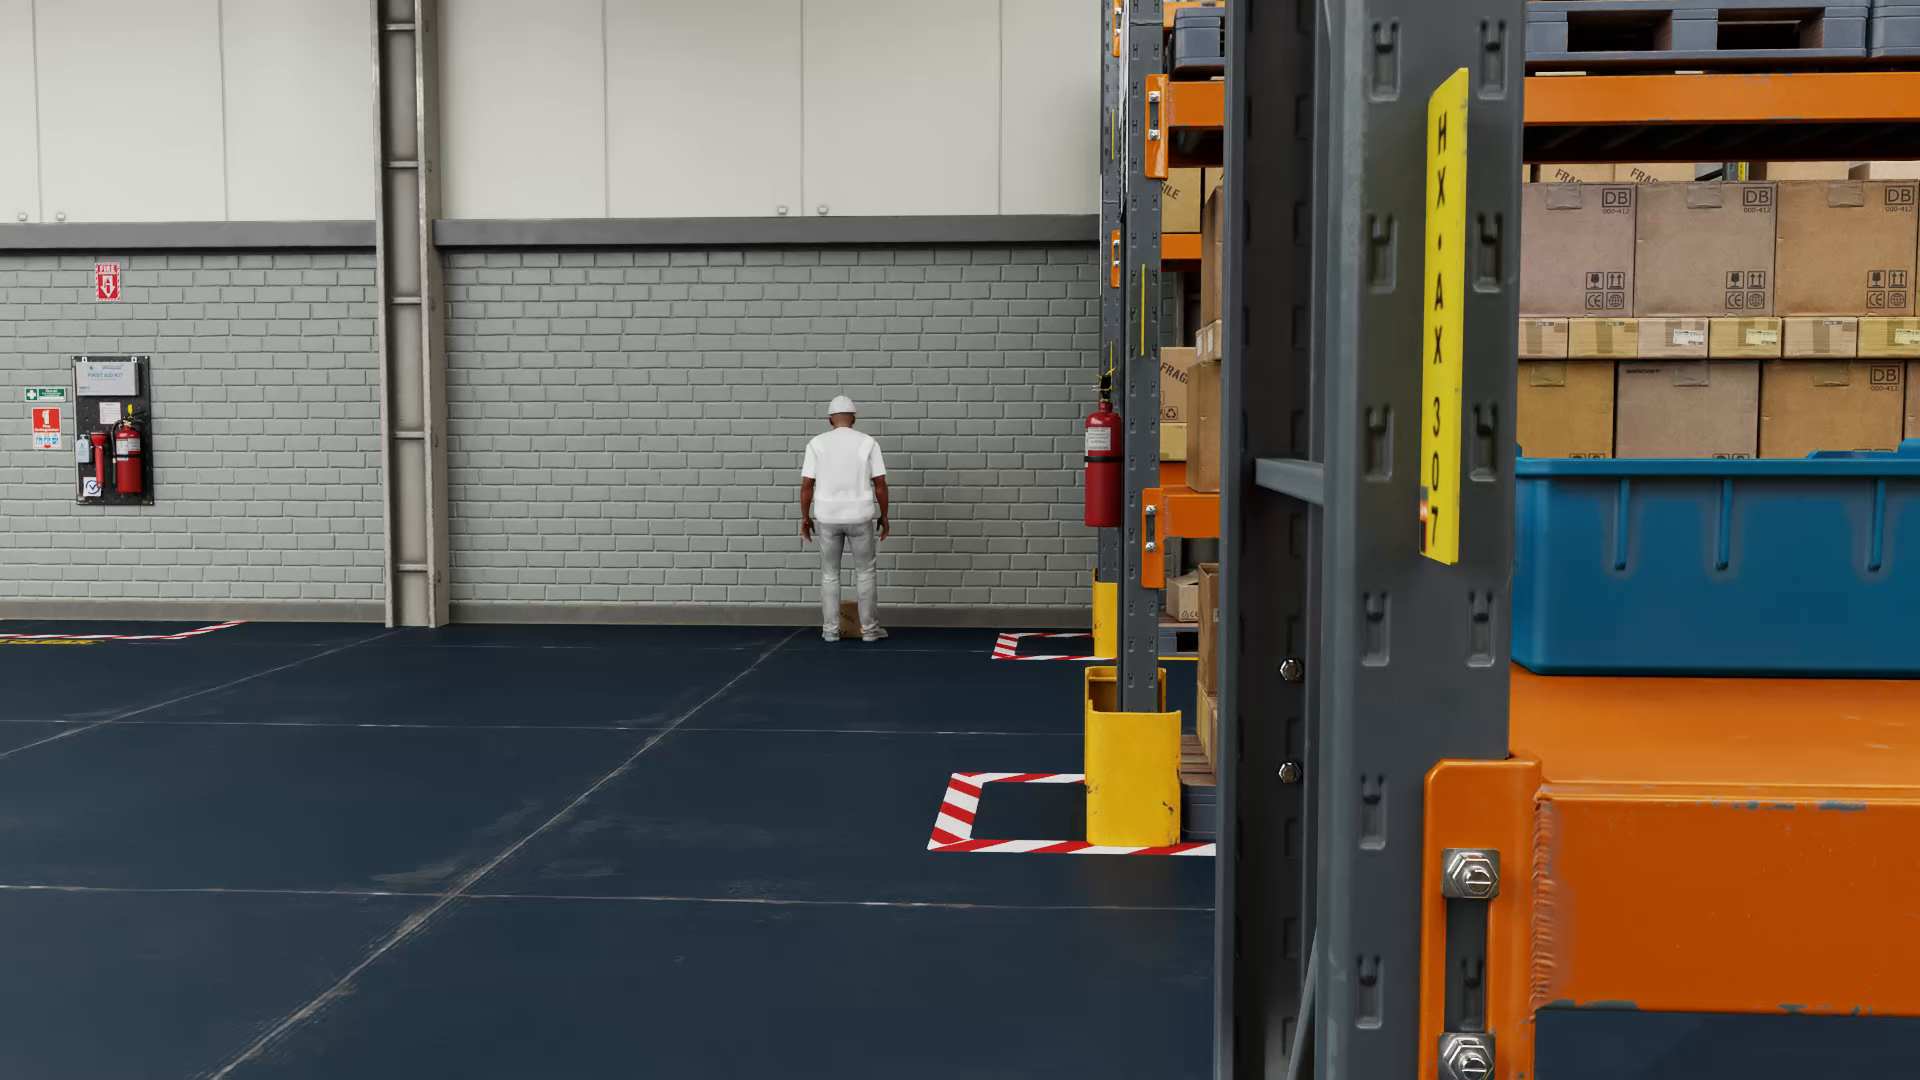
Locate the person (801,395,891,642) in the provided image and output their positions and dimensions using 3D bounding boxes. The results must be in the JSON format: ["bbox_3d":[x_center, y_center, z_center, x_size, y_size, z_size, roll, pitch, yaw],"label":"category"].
[{"bbox_3d":[-0.821,-0.156,11.958,0.638,1.757,0.457,0,4,1],"label":"person"}]
